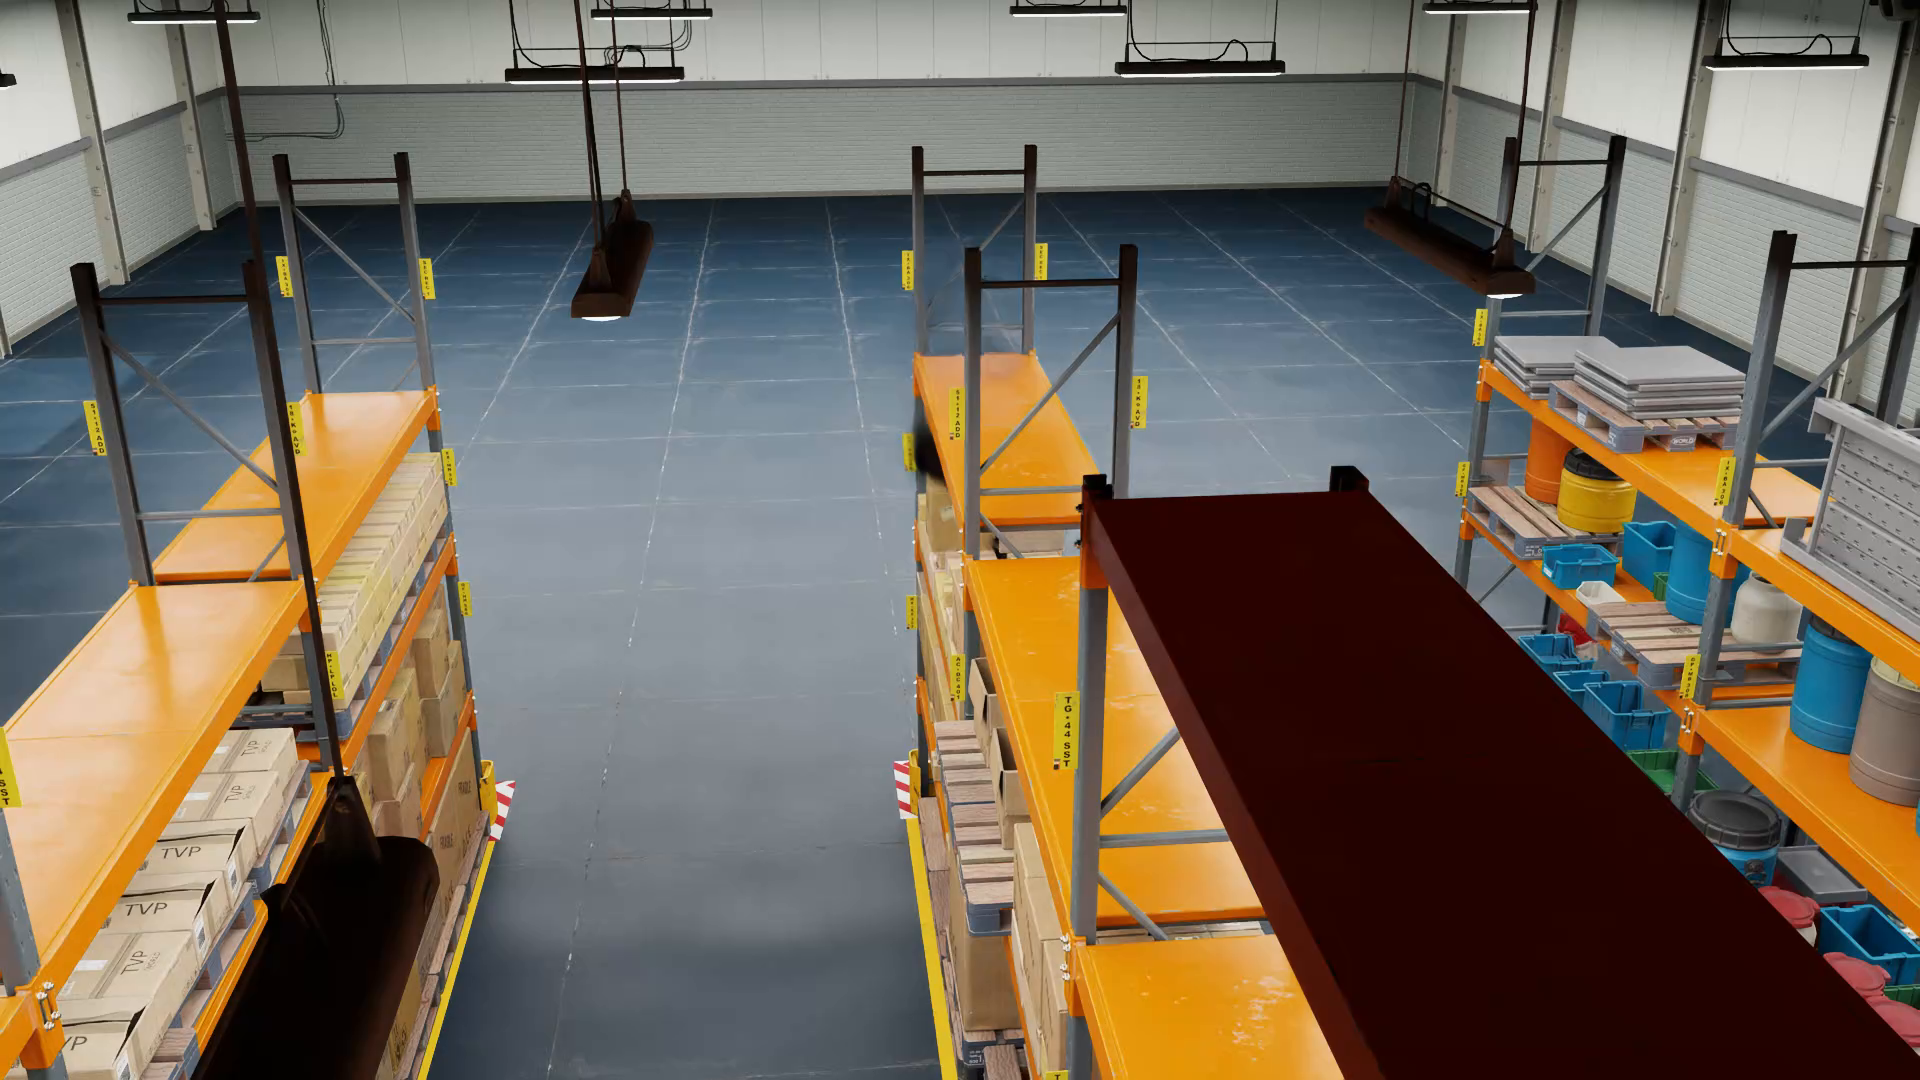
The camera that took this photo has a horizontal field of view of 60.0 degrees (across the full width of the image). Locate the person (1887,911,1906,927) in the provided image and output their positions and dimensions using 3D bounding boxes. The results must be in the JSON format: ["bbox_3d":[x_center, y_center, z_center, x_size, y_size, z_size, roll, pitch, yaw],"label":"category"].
[{"bbox_3d":[7.740,2.531,13.083,0.546,1.625,0.804,-4,22,-11],"label":"person"}]

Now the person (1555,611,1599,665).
[{"bbox_3d":[6.057,1.199,16.285,0.677,1.794,0.799,-19,29,-40],"label":"person"}]
